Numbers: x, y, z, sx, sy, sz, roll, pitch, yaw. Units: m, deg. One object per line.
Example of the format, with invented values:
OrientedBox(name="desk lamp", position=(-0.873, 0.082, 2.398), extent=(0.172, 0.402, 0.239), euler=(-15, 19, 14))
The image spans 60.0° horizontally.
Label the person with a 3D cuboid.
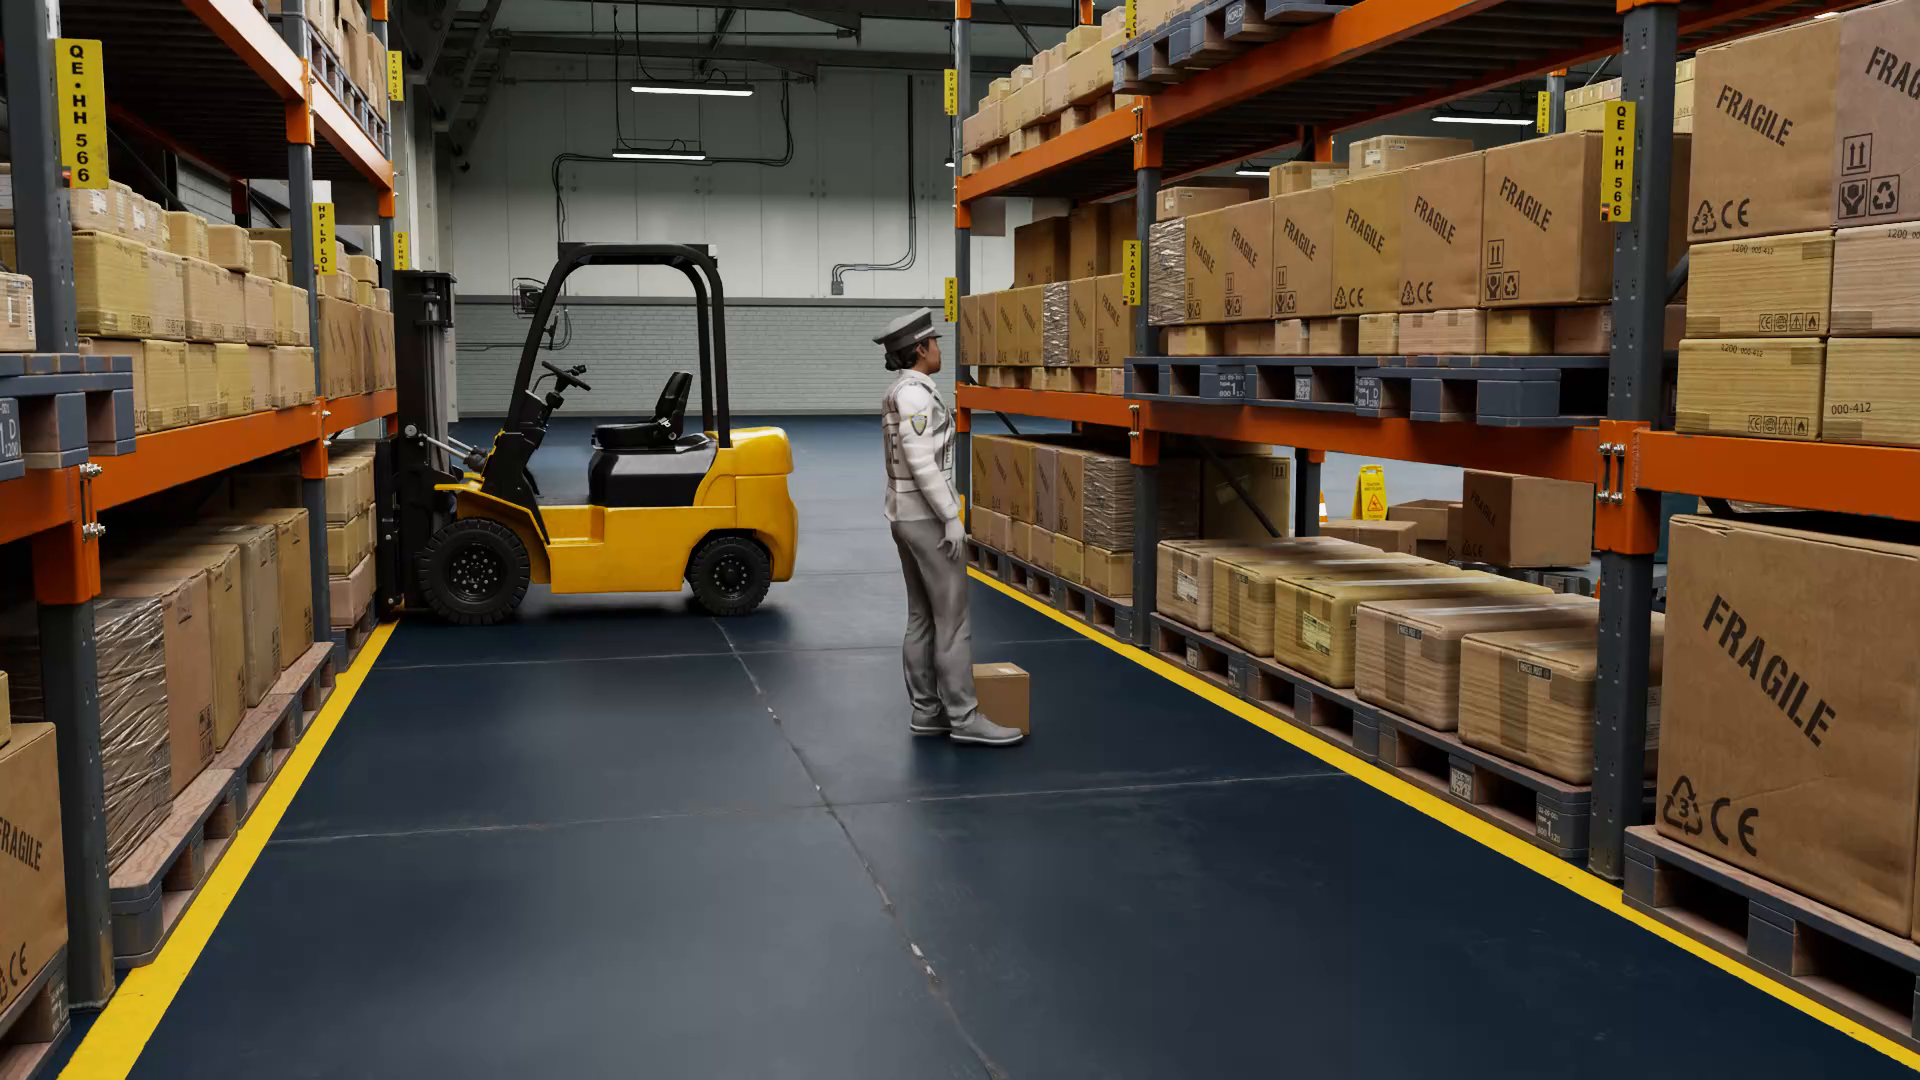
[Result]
OrientedBox(name="person", position=(-0.067, -0.070, 6.585), extent=(0.530, 1.694, 0.586), euler=(-2, 6, -14))
